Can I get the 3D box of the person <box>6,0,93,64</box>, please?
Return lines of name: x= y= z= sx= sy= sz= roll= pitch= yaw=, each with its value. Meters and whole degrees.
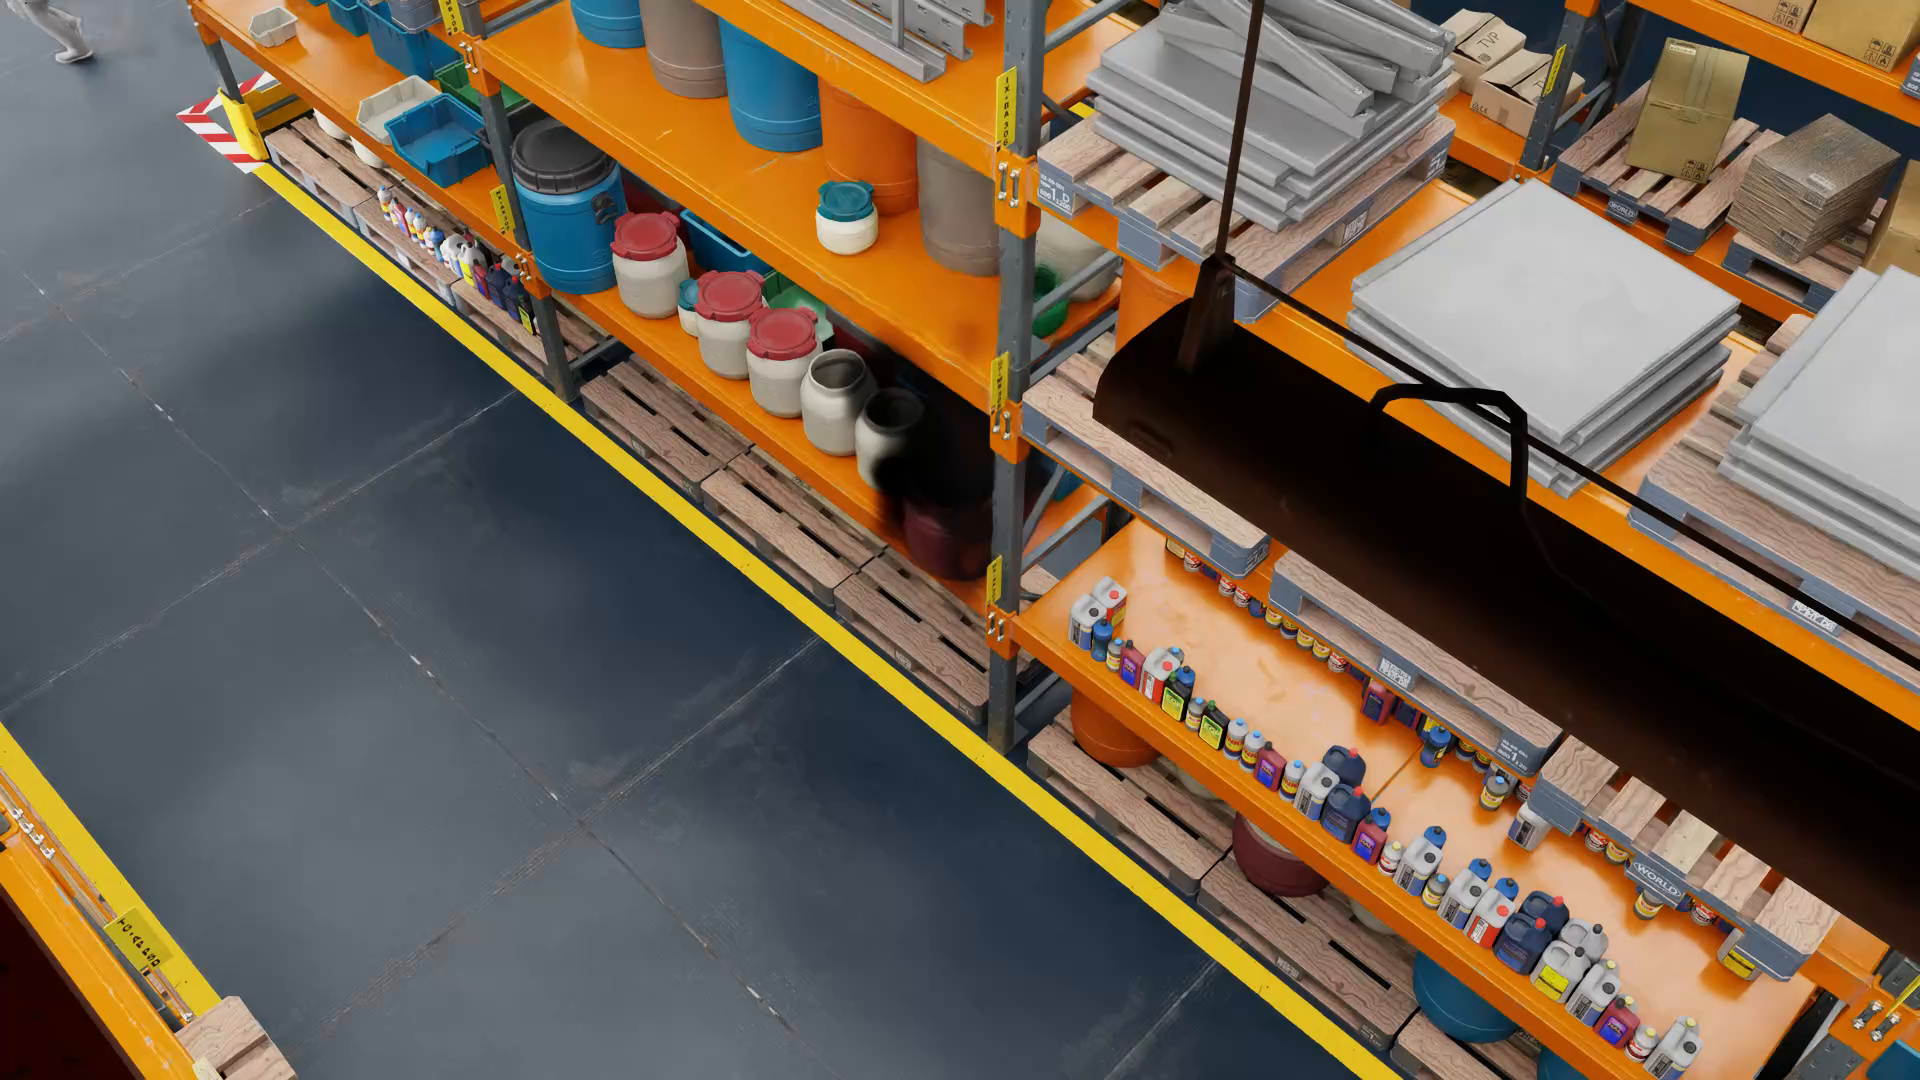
person: x=-7.427 y=-4.473 z=13.054 sx=0.564 sy=1.664 sz=0.561 roll=-7 pitch=50 yaw=-6
